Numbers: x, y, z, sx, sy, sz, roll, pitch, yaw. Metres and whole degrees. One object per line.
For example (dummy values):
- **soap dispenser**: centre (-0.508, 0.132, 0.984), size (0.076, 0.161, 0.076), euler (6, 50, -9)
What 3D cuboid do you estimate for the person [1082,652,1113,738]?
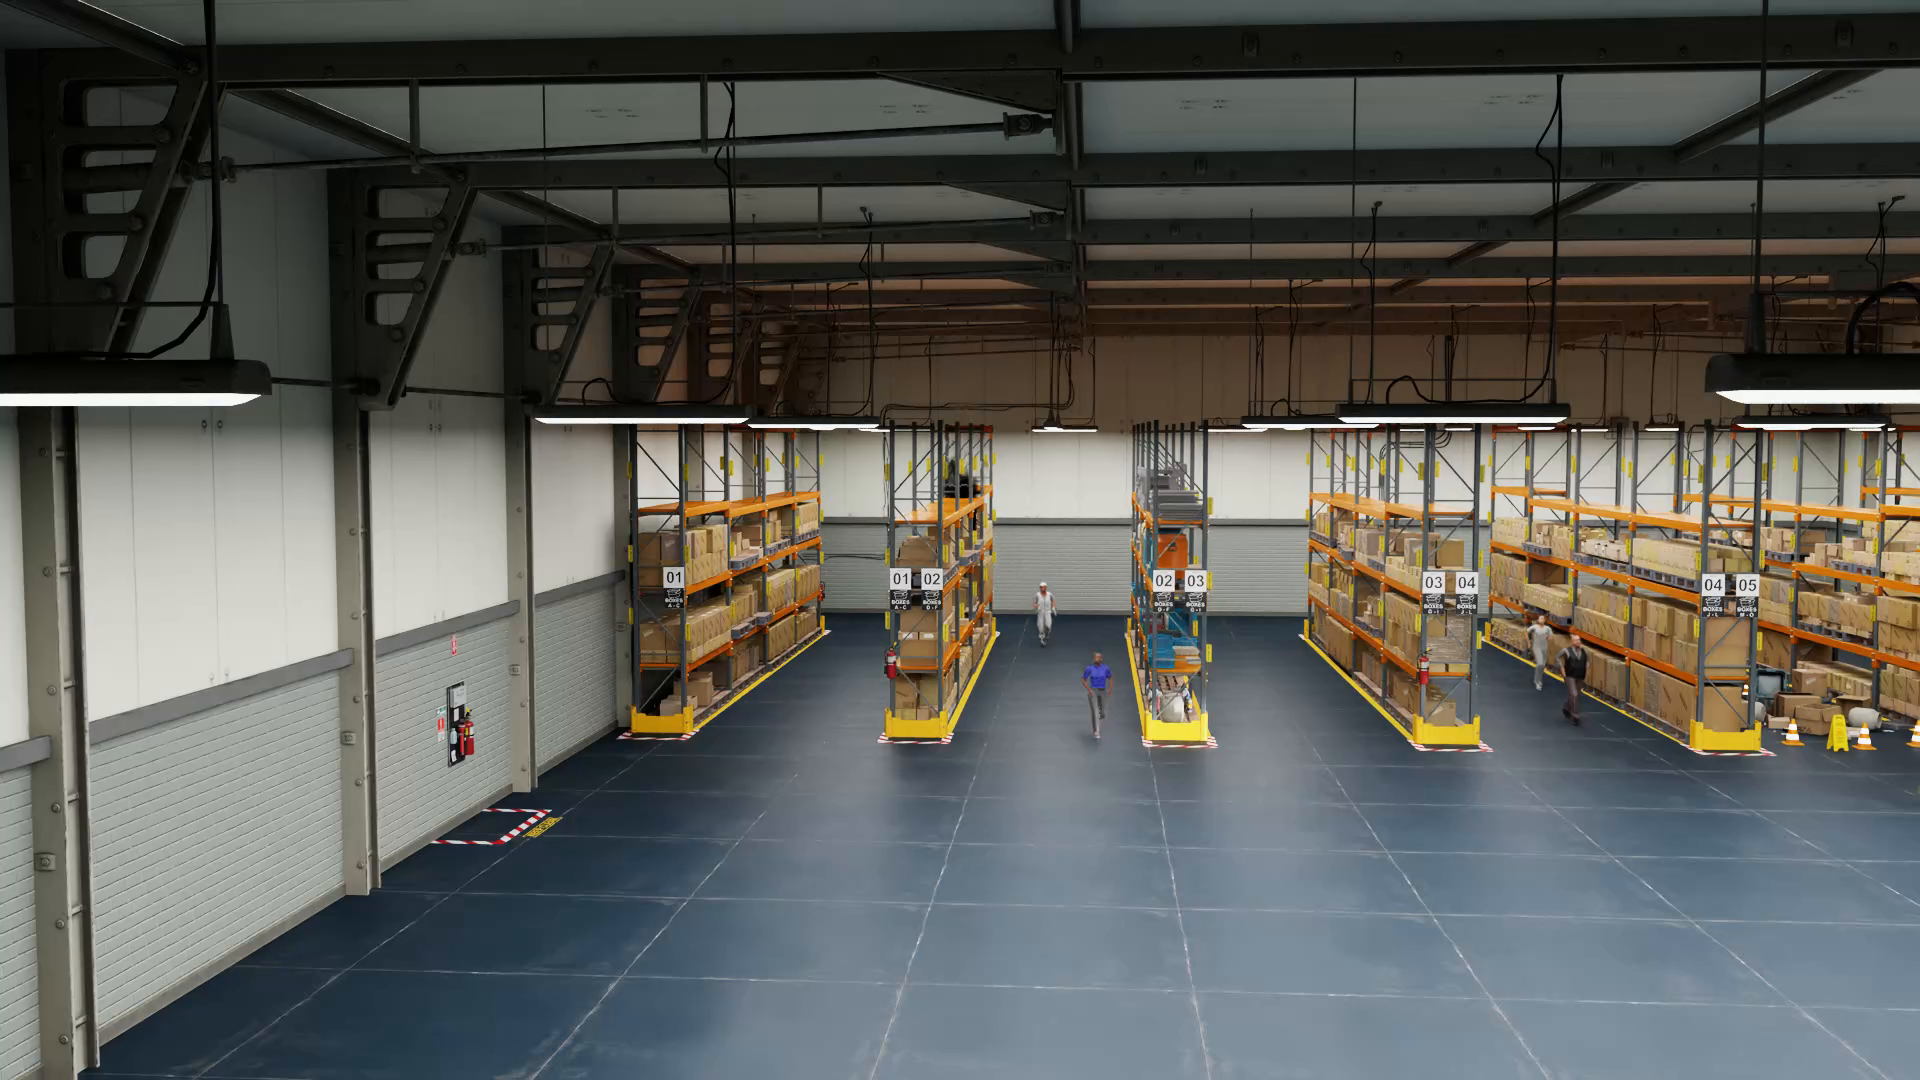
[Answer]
- **person**: centre (2.608, 2.921, 31.638), size (0.611, 1.614, 0.594), euler (-1, 4, -8)

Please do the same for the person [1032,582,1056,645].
- **person**: centre (2.280, 1.999, 44.845), size (0.655, 1.737, 0.710), euler (0, 4, -3)

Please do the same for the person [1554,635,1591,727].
- **person**: centre (12.189, 2.767, 32.981), size (0.652, 1.761, 0.898), euler (-1, 4, -10)

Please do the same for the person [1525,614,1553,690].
- **person**: centre (13.079, 2.520, 37.506), size (0.531, 1.712, 0.738), euler (0, 4, -5)
